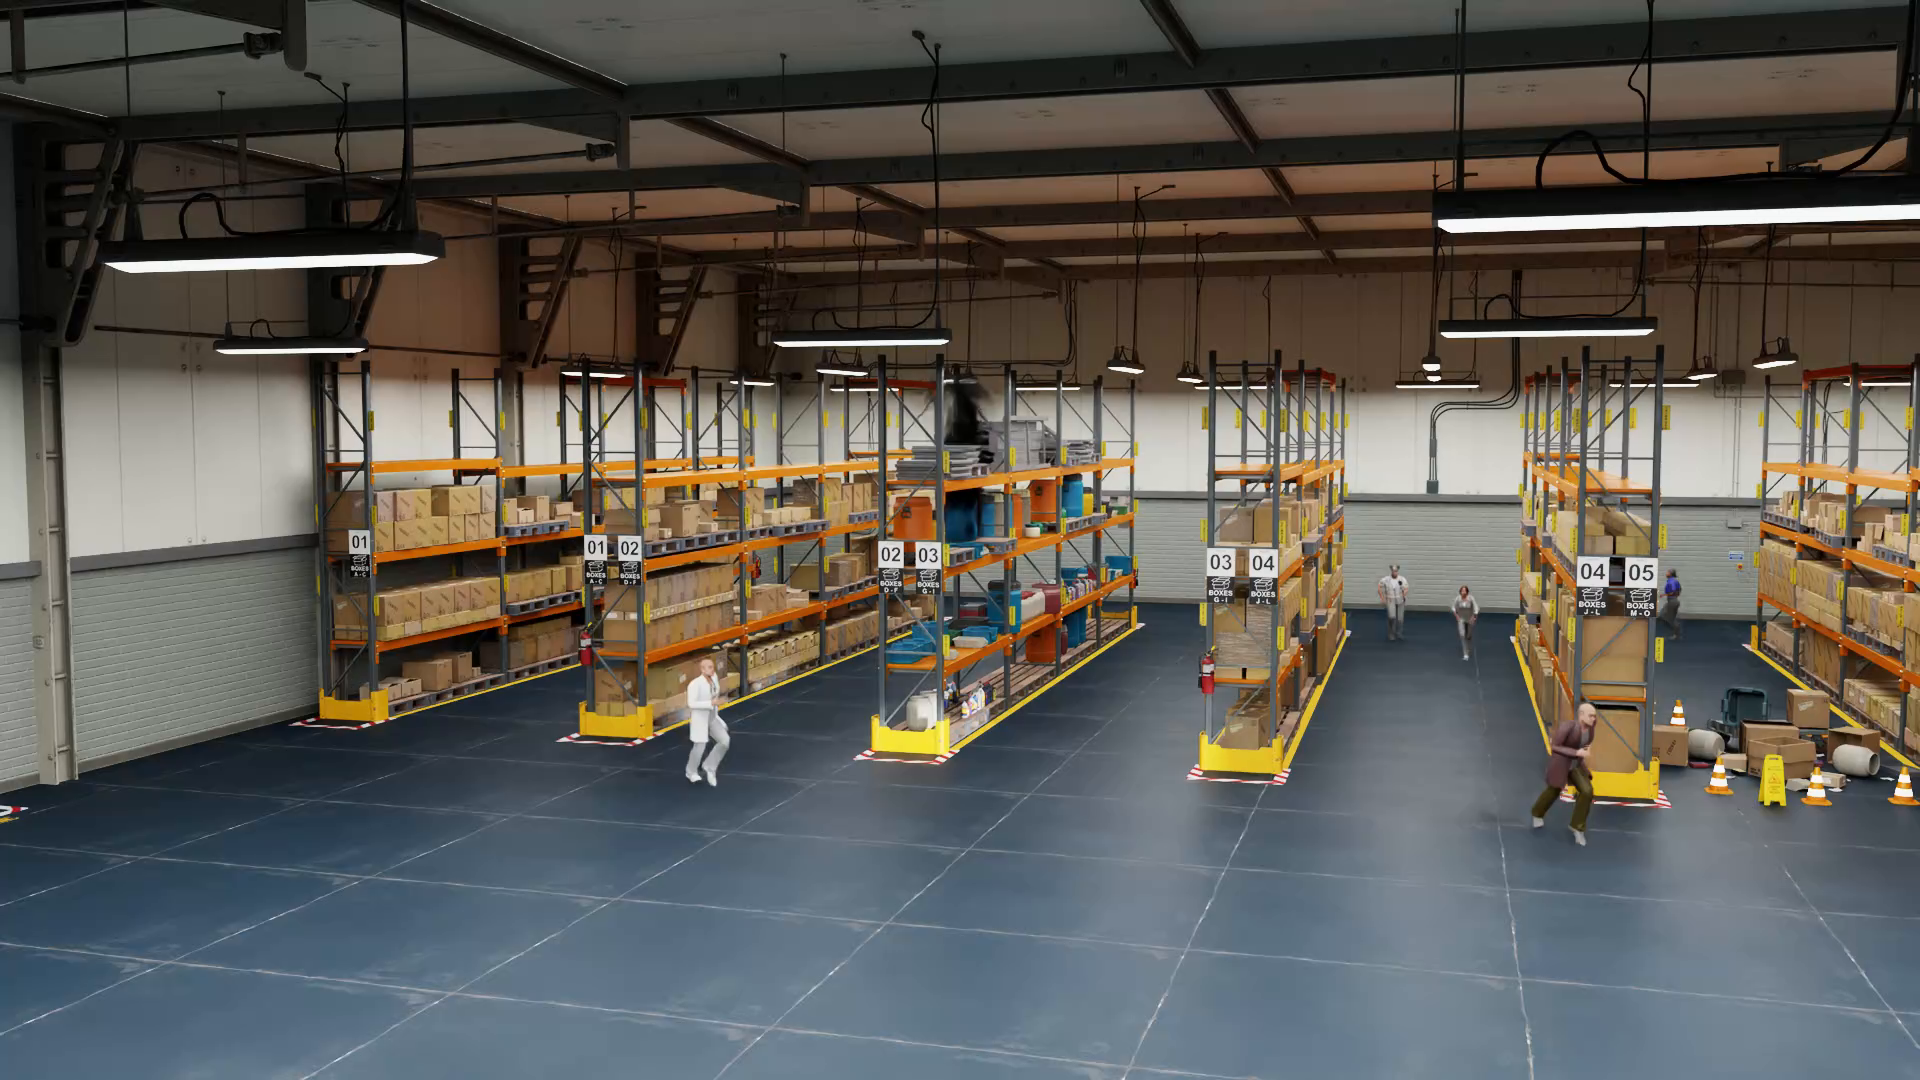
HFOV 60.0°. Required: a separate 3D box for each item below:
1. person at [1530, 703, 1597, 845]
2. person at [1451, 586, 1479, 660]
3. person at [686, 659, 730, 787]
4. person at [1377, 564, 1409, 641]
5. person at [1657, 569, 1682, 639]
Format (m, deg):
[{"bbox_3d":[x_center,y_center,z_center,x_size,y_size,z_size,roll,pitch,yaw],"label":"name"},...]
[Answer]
[{"bbox_3d":[7.267,2.768,19.976,0.753,1.737,1.071,-2,4,-22],"label":"person"},{"bbox_3d":[10.681,1.748,35.185,0.550,1.550,0.789,1,4,16],"label":"person"},{"bbox_3d":[-3.469,2.492,22.739,0.881,1.764,0.752,3,5,39],"label":"person"},{"bbox_3d":[9.923,1.431,38.005,0.674,1.768,0.758,0,4,3],"label":"person"},{"bbox_3d":[16.278,1.495,38.163,0.573,1.562,0.561,2,4,22],"label":"person"}]
